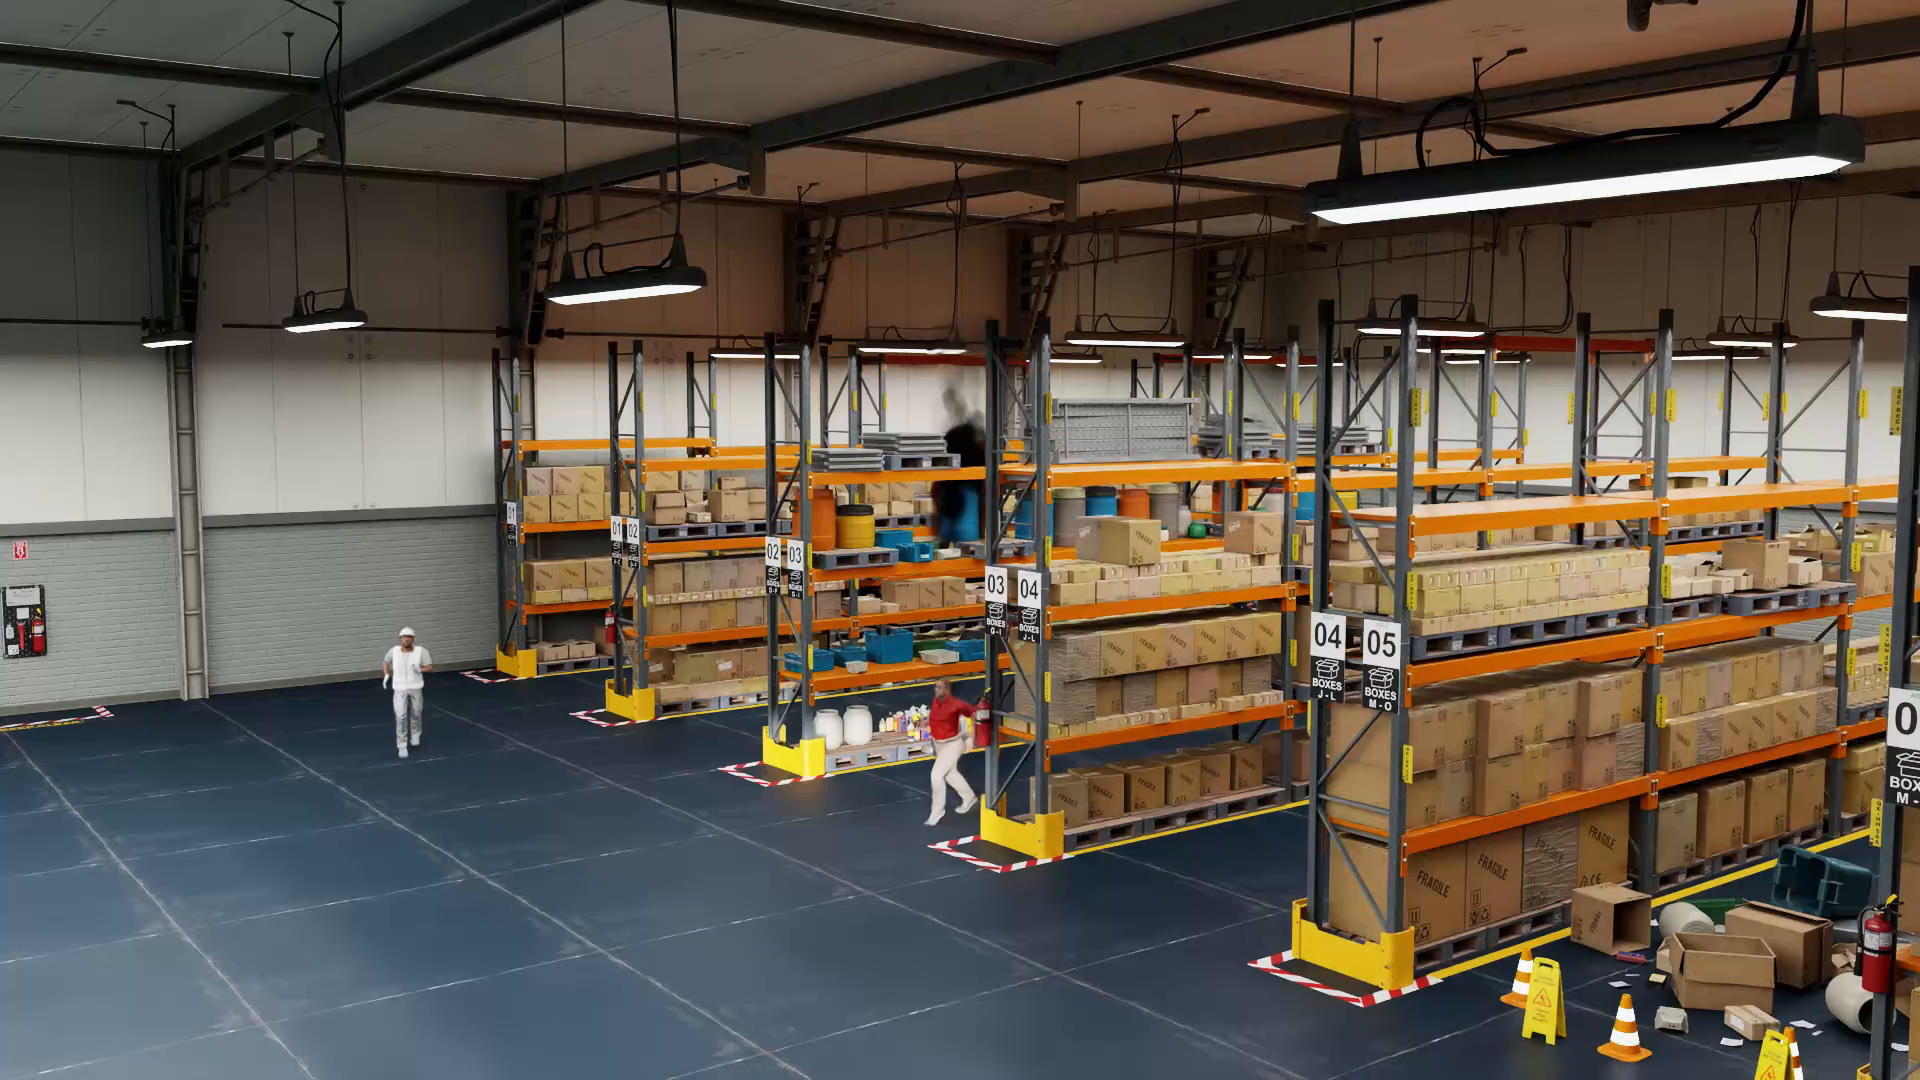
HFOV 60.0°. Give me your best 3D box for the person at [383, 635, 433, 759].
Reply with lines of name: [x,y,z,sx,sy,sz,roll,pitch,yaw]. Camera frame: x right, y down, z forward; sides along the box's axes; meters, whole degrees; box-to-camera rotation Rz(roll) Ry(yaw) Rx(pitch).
person: [-7.930,2.171,23.889,0.670,1.768,0.934,-2,5,-18]

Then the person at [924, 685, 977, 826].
person: [-0.124,2.584,20.210,0.870,1.684,0.419,-3,6,-33]
